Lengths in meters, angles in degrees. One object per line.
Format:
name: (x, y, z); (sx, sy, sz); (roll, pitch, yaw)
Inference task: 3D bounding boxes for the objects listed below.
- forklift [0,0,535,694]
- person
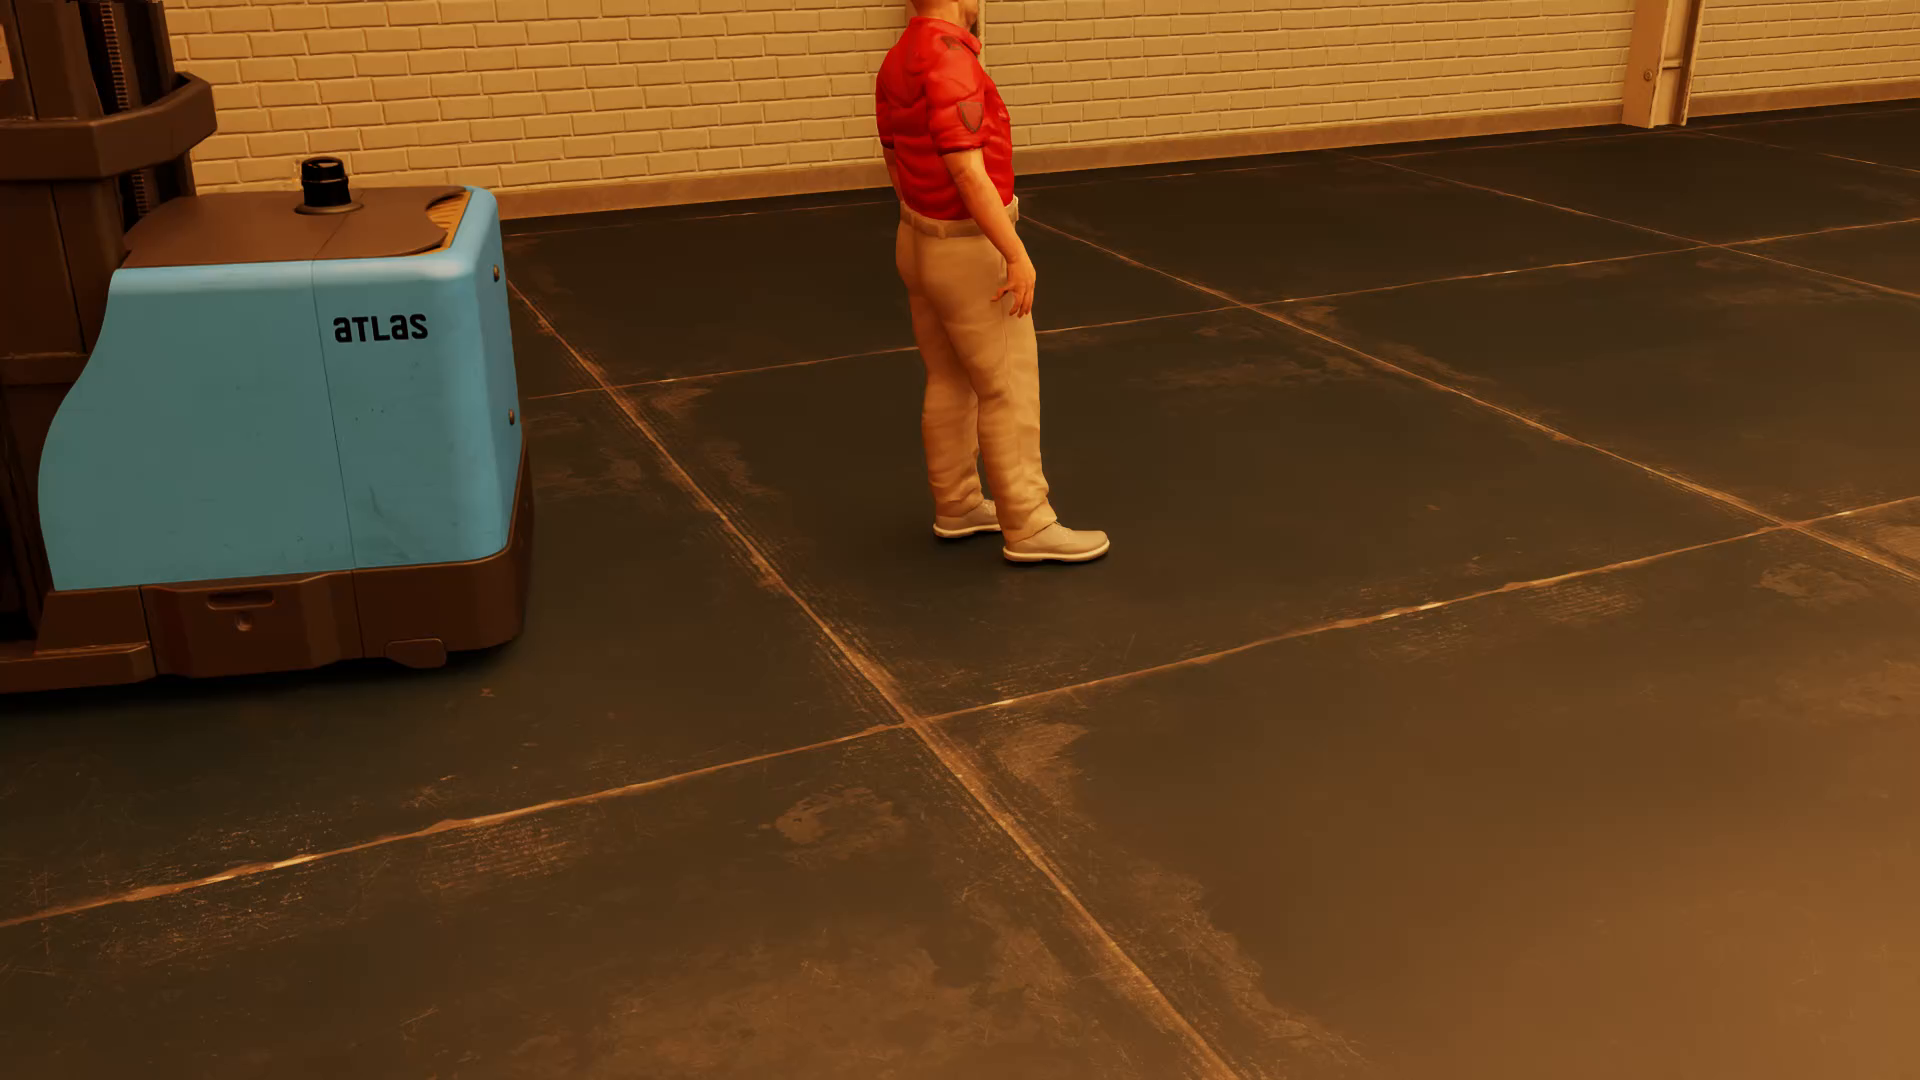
forklift: (-2.718, -1.102, 3.939); (3.031, 2.935, 1.130); (-4, 23, -10)
person: (0.086, -0.815, 4.797); (0.551, 1.727, 0.640); (-10, 25, -23)
